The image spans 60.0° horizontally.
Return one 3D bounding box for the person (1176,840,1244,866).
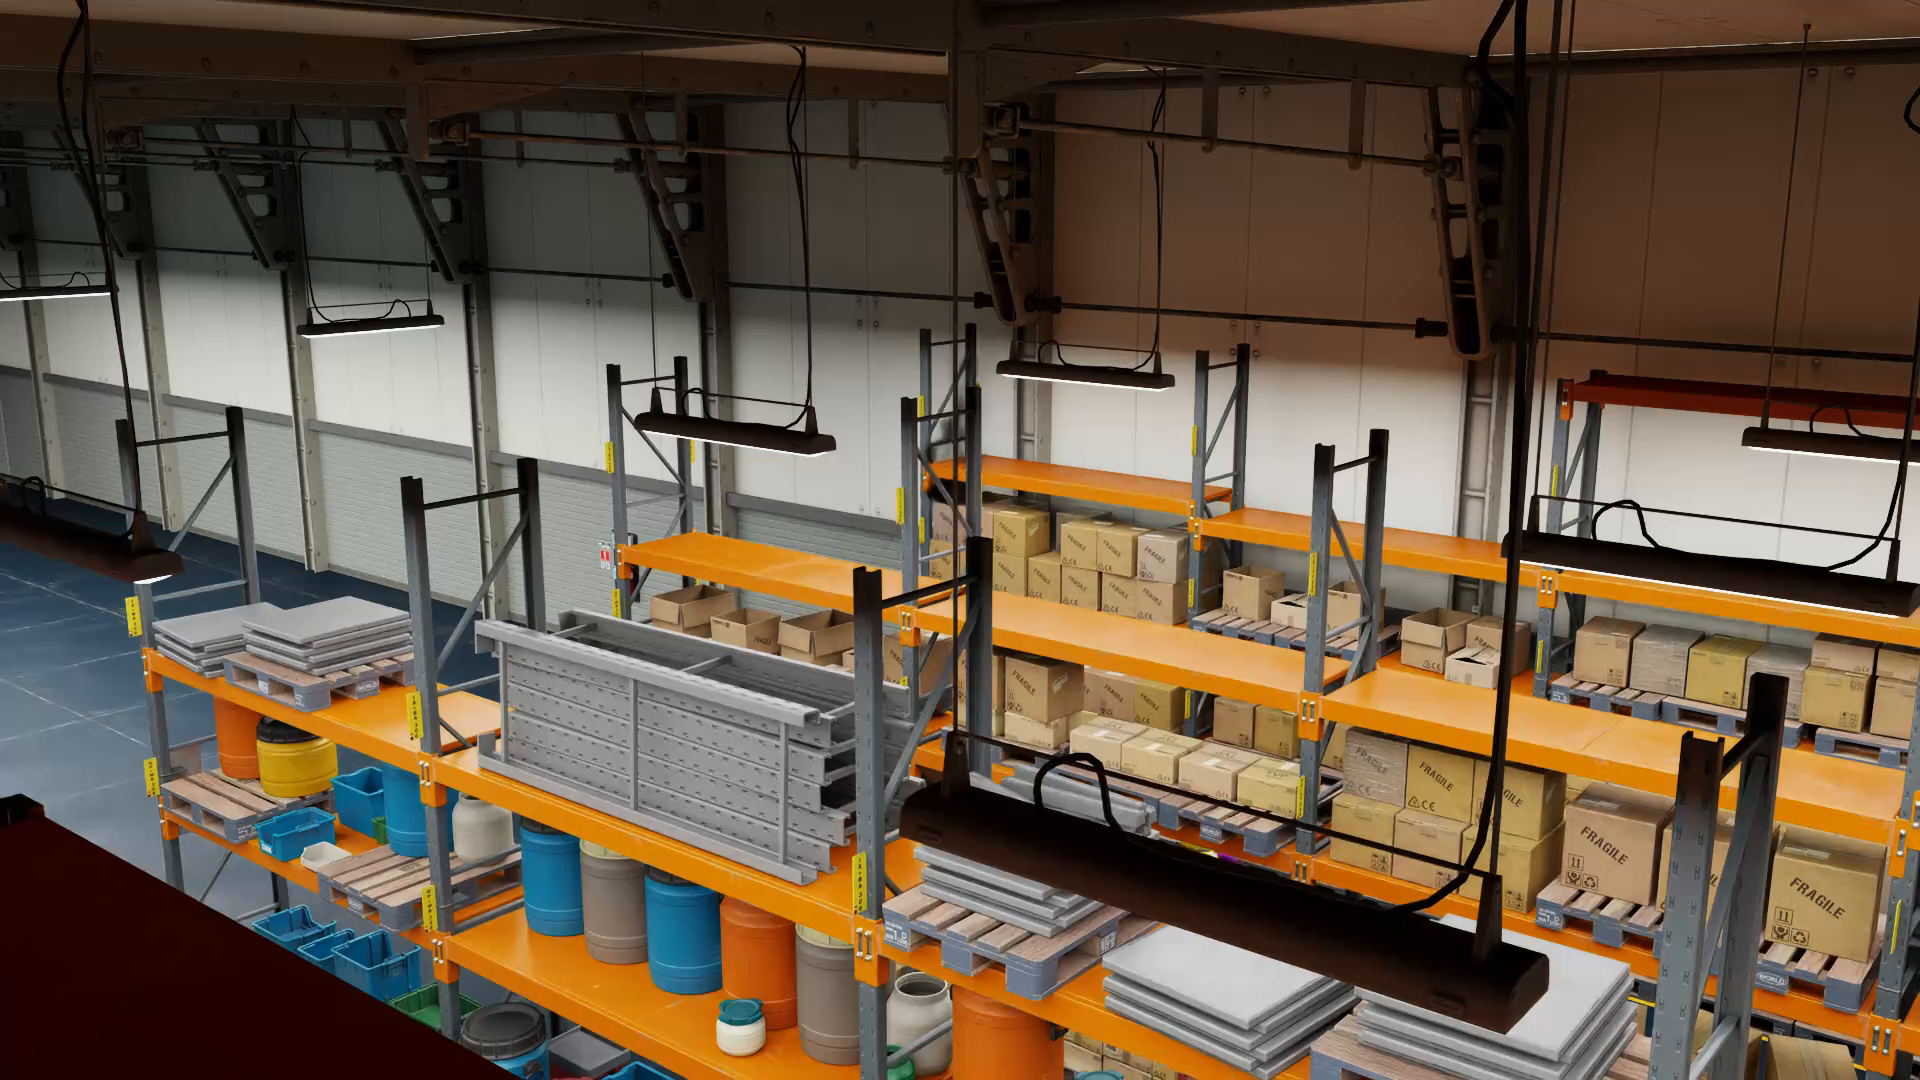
[{"bbox_3d":[2.369,3.644,16.182,0.878,1.679,0.682,10,16,37],"label":"person"}]
